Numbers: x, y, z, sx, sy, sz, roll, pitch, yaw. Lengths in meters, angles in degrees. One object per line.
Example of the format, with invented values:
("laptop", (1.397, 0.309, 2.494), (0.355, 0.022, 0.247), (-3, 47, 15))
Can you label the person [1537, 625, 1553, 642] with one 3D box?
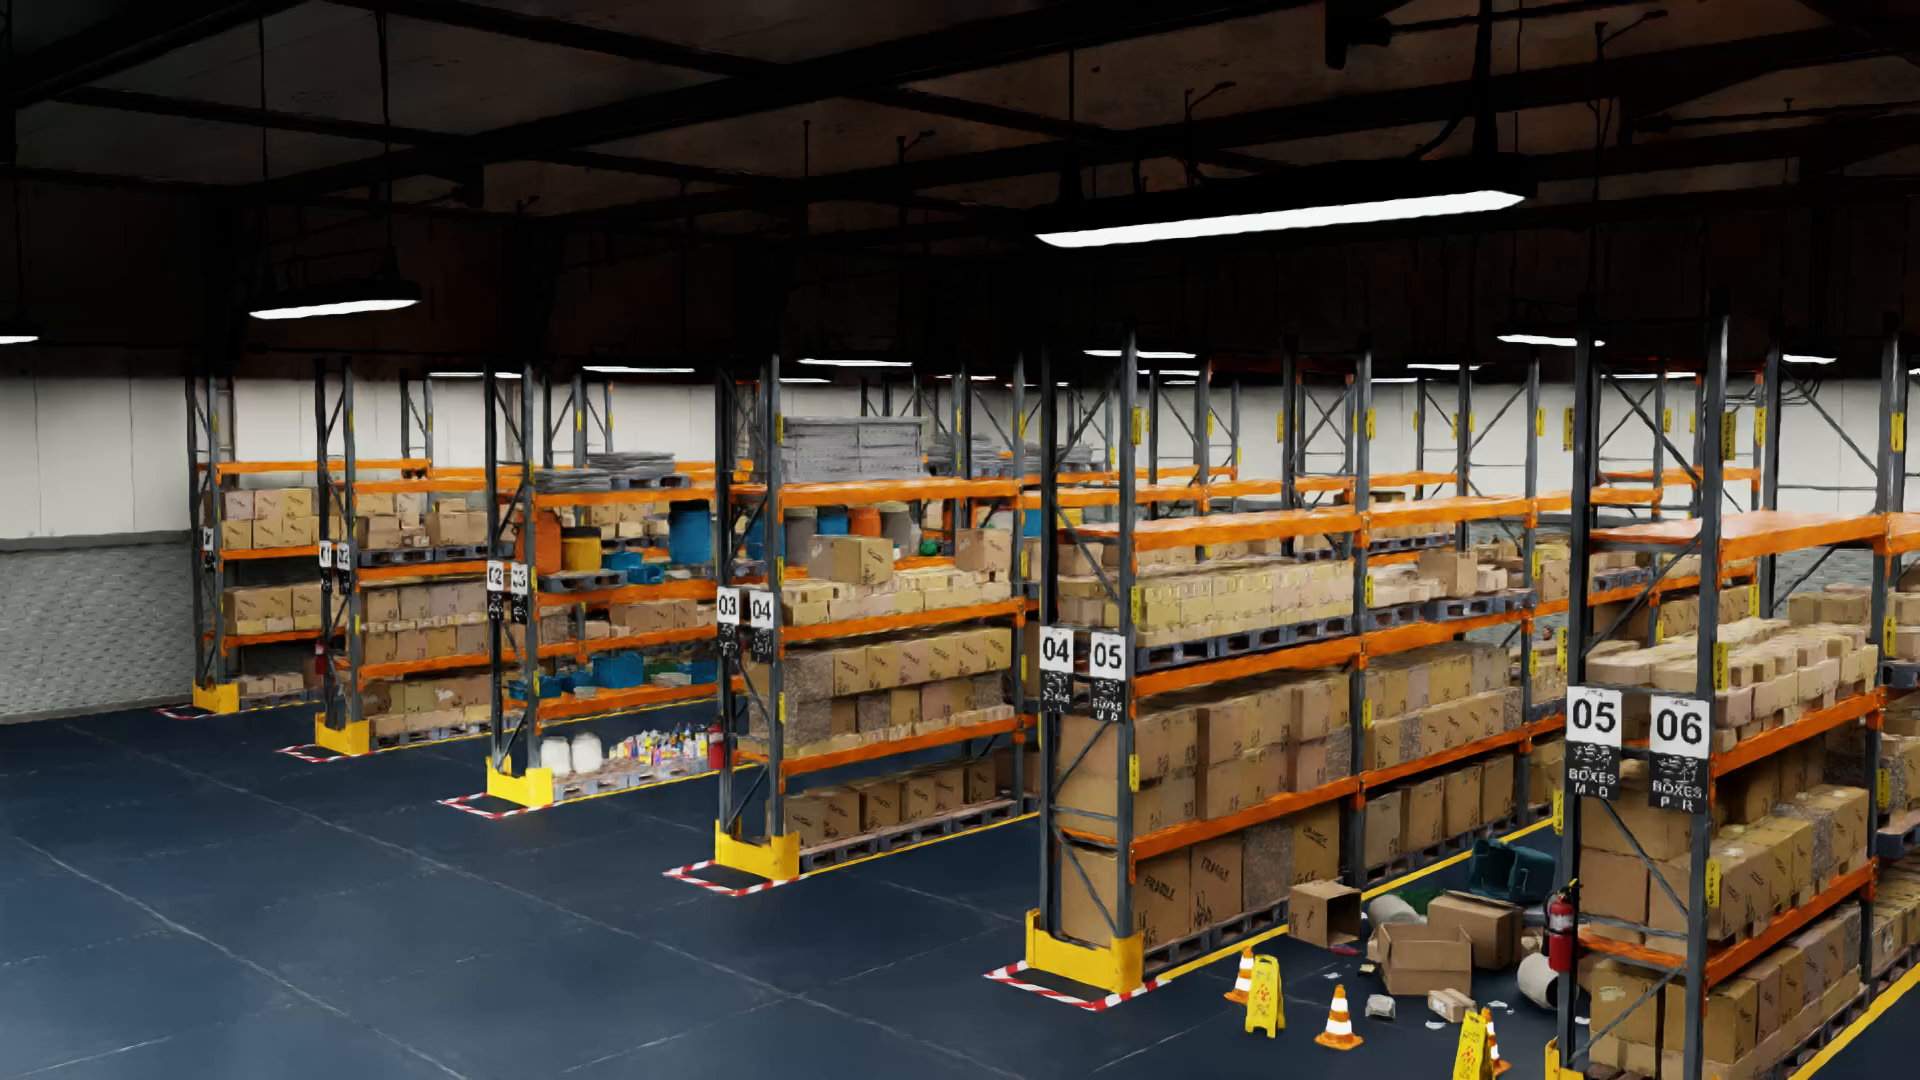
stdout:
("person", (9.957, 2.219, 28.165), (1.090, 1.553, 0.479), (-4, 6, -44))

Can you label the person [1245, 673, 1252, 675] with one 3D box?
("person", (3.945, 2.565, 22.538), (0.580, 1.715, 1.103), (3, 5, 36))
